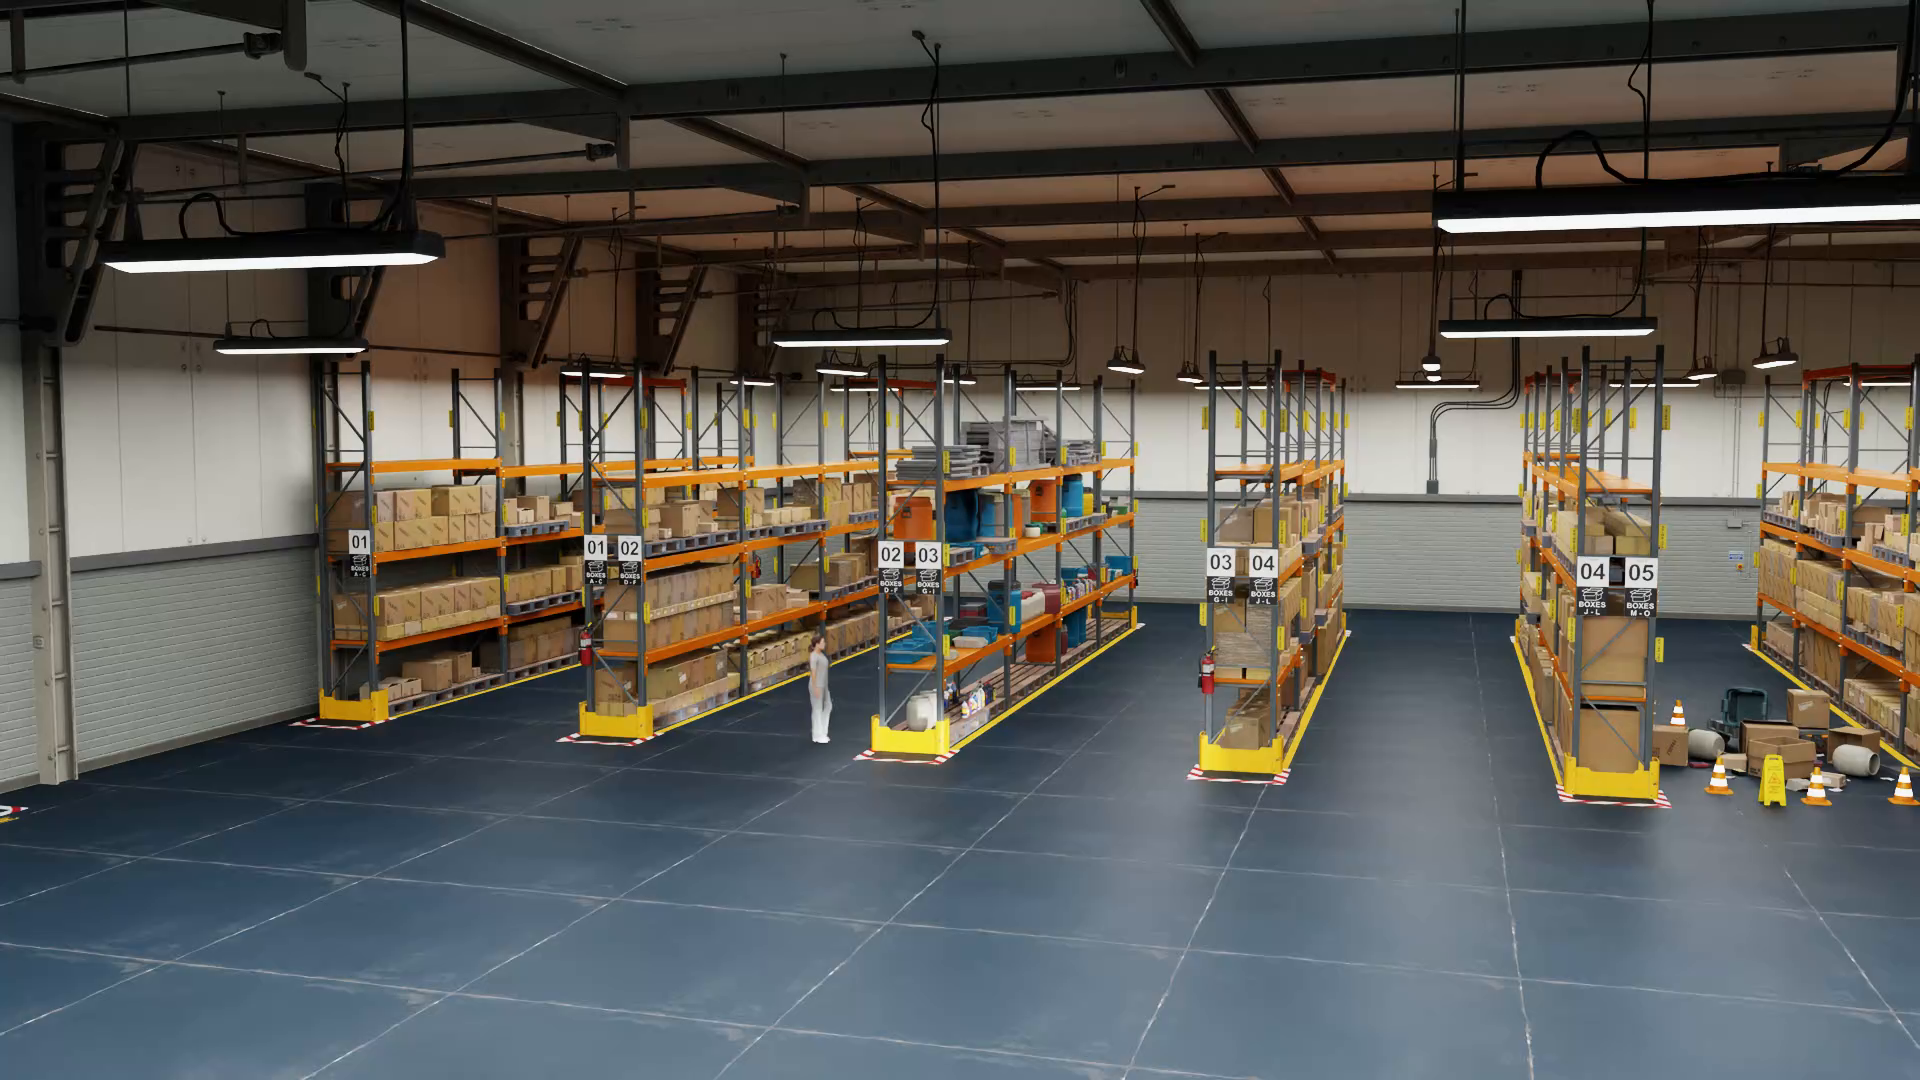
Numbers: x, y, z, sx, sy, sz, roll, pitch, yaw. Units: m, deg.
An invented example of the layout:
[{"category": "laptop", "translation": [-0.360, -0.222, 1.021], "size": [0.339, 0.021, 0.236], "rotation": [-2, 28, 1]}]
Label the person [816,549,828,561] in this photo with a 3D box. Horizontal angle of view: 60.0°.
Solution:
[{"category": "person", "translation": [-3.447, 1.221, 42.121], "size": [0.439, 1.599, 0.633], "rotation": [3, 5, 37]}]

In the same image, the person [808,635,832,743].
[{"category": "person", "translation": [-2.191, 2.342, 25.971], "size": [0.380, 1.741, 0.535], "rotation": [1, 4, 16]}]
